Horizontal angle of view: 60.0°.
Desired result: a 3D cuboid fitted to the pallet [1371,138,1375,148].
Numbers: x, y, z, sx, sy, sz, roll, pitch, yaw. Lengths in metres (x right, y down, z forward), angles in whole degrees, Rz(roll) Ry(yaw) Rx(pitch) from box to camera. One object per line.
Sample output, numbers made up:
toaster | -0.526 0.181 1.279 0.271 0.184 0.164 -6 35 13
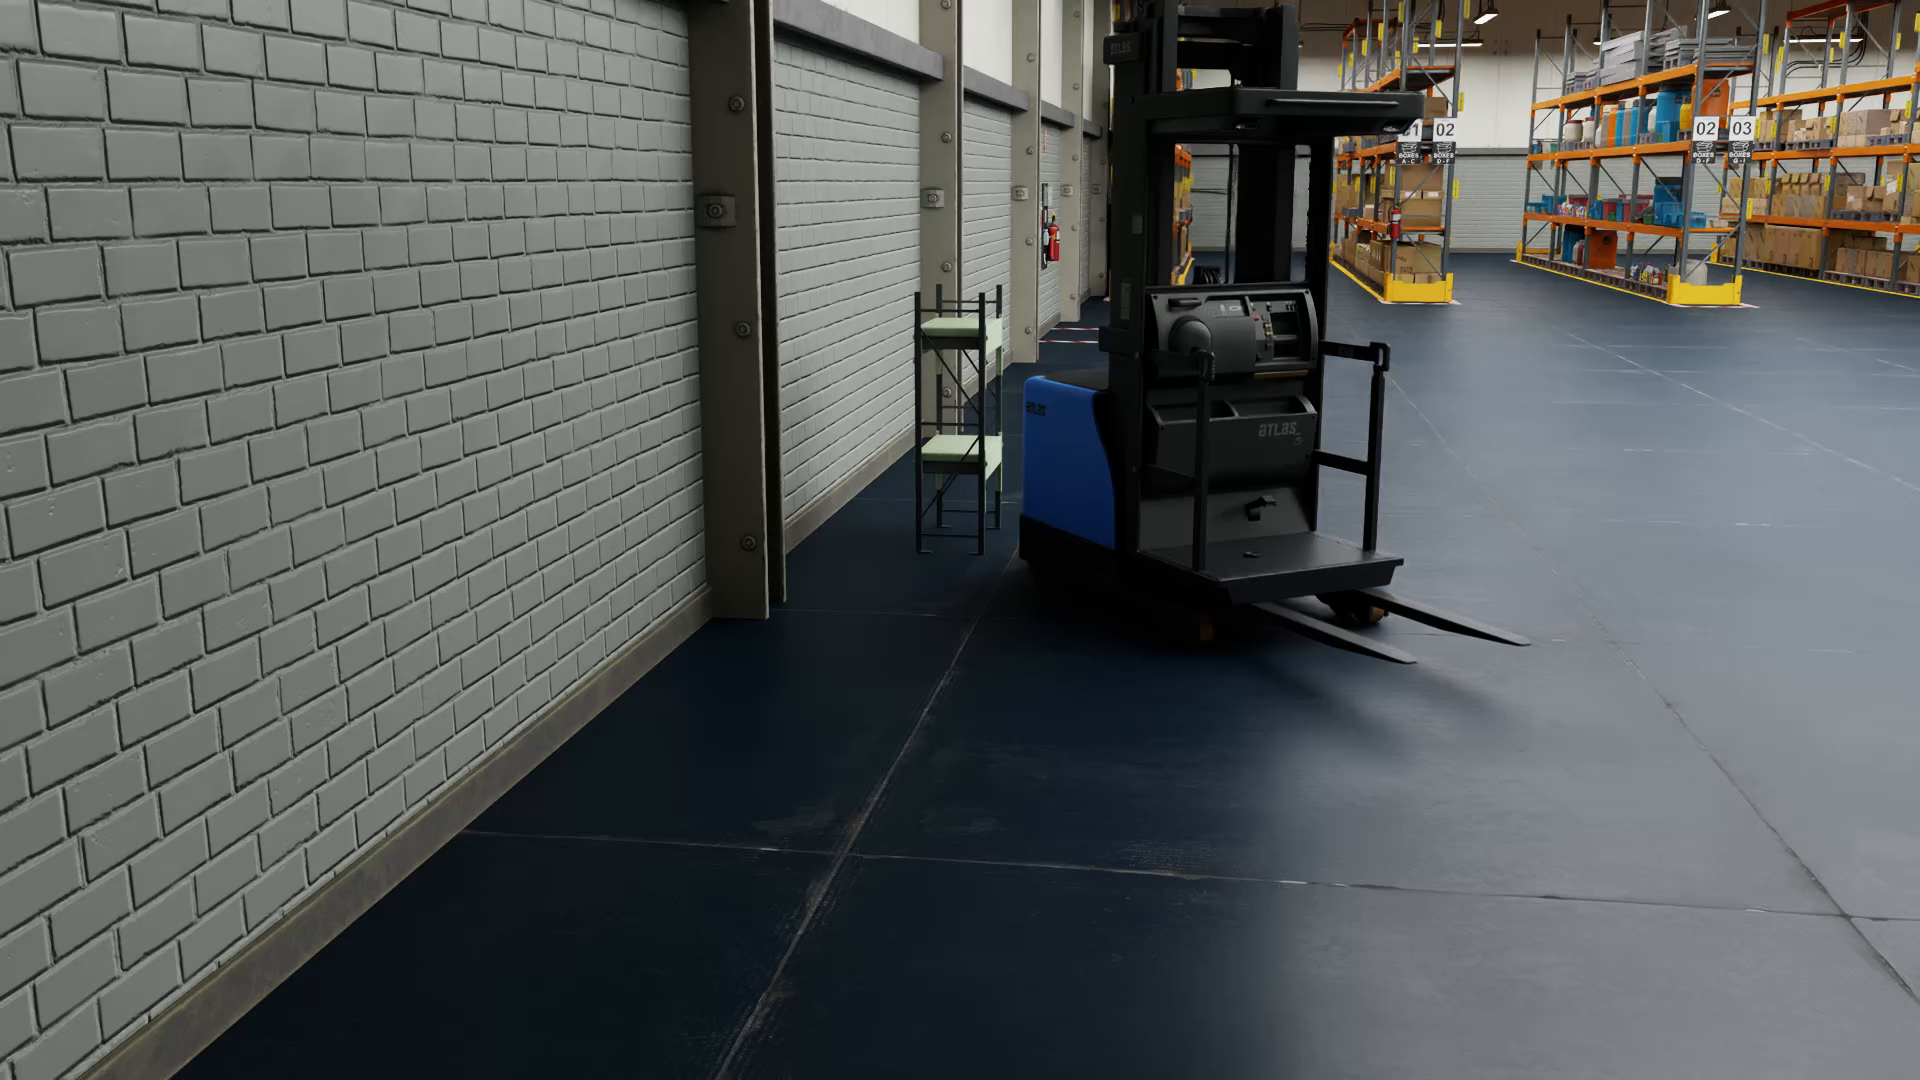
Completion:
pallet | 9.302 -8.448 35.403 1.003 0.211 1.213 2 12 11

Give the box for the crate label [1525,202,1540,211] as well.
crate label | 15.248 -8.862 44.251 0.416 0.233 0.303 2 12 9

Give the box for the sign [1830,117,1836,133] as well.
sign | 18.728 -8.907 35.669 0.100 0.325 0.005 2 12 9

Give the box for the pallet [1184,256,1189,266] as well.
pallet | 5.401 -7.236 43.071 1.003 0.211 1.213 2 12 9

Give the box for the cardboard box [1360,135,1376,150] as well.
cardboard box | 9.521 -9.059 37.549 0.910 0.500 0.500 2 12 9

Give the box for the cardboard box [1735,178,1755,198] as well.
cardboard box | 20.014 -8.930 42.182 0.500 0.500 0.500 2 12 7

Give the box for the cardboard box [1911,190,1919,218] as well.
cardboard box | 18.418 -6.297 31.148 0.875 0.500 0.500 2 12 9

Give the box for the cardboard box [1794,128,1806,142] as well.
cardboard box | 19.632 -9.365 38.423 0.500 0.311 0.500 1 12 7

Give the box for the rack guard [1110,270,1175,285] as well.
rack guard | 3.373 -4.740 30.800 1.175 0.500 0.348 2 12 9

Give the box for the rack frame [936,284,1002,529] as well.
rack frame | 0.055 -0.808 10.182 0.400 1.500 0.023 2 12 9

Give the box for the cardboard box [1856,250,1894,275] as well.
cardboard box | 19.039 -5.749 34.437 0.700 0.500 0.500 3 13 13

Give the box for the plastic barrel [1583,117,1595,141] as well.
plastic barrel | 14.505 -9.402 38.061 0.433 0.535 0.433 0 12 0

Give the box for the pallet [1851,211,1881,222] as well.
pallet | 19.011 -6.622 34.058 1.003 0.211 1.213 2 12 9

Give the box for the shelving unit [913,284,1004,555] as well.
shelving unit | -0.001 -0.732 9.829 0.431 1.500 0.755 2 12 9

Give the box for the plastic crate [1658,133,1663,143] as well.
plastic crate | 13.254 -7.501 31.060 0.336 0.188 0.450 2 12 9

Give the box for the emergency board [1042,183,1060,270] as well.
emergency board | 1.274 -4.357 23.092 0.194 1.169 0.643 2 12 9

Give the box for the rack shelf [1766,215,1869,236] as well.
rack shelf | 19.582 -7.194 37.964 1.077 0.370 4.000 2 12 9

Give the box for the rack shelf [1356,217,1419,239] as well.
rack shelf | 9.179 -6.683 35.593 1.077 0.370 4.000 2 12 9

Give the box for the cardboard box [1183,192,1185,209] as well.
cardboard box | 5.009 -8.017 39.082 0.500 0.500 0.500 2 12 11

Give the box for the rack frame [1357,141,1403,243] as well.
rack frame | 9.487 -7.451 37.449 1.000 3.000 0.127 2 12 9

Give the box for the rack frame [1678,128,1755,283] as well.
rack frame | 13.150 -5.625 28.973 1.000 3.000 0.127 2 12 9

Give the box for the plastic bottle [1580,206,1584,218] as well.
plastic bottle | 14.123 -7.437 37.689 0.097 0.271 0.097 0 12 0

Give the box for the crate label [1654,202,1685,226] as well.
crate label | 13.166 -6.034 30.788 0.502 0.435 0.616 2 12 9

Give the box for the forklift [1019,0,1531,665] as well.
forklift | 1.426 -1.040 7.862 1.130 2.935 3.031 -6 13 -25

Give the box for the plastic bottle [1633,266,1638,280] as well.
plastic bottle | 13.261 -5.221 32.519 0.152 0.276 0.135 2 12 11

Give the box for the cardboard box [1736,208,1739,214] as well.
cardboard box | 19.929 -8.341 42.174 0.380 0.149 0.250 2 12 8

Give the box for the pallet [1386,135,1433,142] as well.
pallet | 8.576 -7.610 31.276 1.003 0.211 1.213 2 12 9

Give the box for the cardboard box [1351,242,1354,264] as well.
cardboard box | 9.479 -6.755 39.105 0.500 0.500 0.500 1 12 7

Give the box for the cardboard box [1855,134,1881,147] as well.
cardboard box | 18.802 -8.219 34.246 0.500 0.250 0.500 2 12 10

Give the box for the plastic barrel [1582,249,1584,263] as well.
plastic barrel | 14.438 -6.502 37.953 0.421 0.512 0.421 0 12 0

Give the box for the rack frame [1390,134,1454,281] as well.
rack frame | 8.257 -5.786 29.722 1.000 3.000 0.127 2 12 9

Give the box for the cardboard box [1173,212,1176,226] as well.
cardboard box | 3.750 -5.974 30.900 0.500 0.250 0.500 2 12 7

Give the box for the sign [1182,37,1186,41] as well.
sign | 4.510 -10.185 33.488 0.100 0.325 0.005 2 12 9

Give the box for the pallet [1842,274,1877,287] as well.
pallet | 18.963 -5.351 34.320 1.003 0.211 1.213 2 12 9

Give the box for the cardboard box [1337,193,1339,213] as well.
cardboard box | 10.314 -8.974 44.278 0.500 0.500 0.500 2 12 8

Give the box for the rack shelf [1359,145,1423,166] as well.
rack shelf | 9.179 -8.150 35.277 1.077 0.370 4.000 2 12 9

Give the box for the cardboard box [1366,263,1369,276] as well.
cardboard box | 8.649 -5.576 34.275 0.500 0.250 0.500 2 12 8

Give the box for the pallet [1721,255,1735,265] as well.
pallet | 20.460 -7.263 43.193 1.003 0.211 1.213 2 12 9

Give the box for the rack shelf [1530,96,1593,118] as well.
rack shelf | 15.304 -10.925 41.982 1.077 0.370 4.000 2 12 9

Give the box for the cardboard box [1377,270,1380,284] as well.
cardboard box | 8.187 -4.977 31.498 0.500 0.250 0.500 2 12 9

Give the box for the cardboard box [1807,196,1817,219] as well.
cardboard box | 19.188 -7.393 36.940 0.500 0.500 0.500 2 12 8

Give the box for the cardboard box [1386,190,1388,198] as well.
cardboard box | 8.483 -6.722 32.289 0.380 0.149 0.250 1 12 7

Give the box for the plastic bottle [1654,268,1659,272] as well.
plastic bottle | 13.287 -5.059 31.769 0.152 0.276 0.135 2 12 9

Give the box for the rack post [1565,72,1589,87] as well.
rack post | 14.836 -10.844 39.131 0.937 0.300 0.954 2 12 8

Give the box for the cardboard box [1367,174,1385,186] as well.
cardboard box | 10.453 -8.911 41.610 0.500 0.500 0.500 2 12 10

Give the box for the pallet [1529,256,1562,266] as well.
pallet | 15.256 -7.169 42.756 1.003 0.211 1.213 2 12 9

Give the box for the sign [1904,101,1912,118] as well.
sign | 18.111 -8.226 31.760 0.100 0.325 0.005 2 12 9
